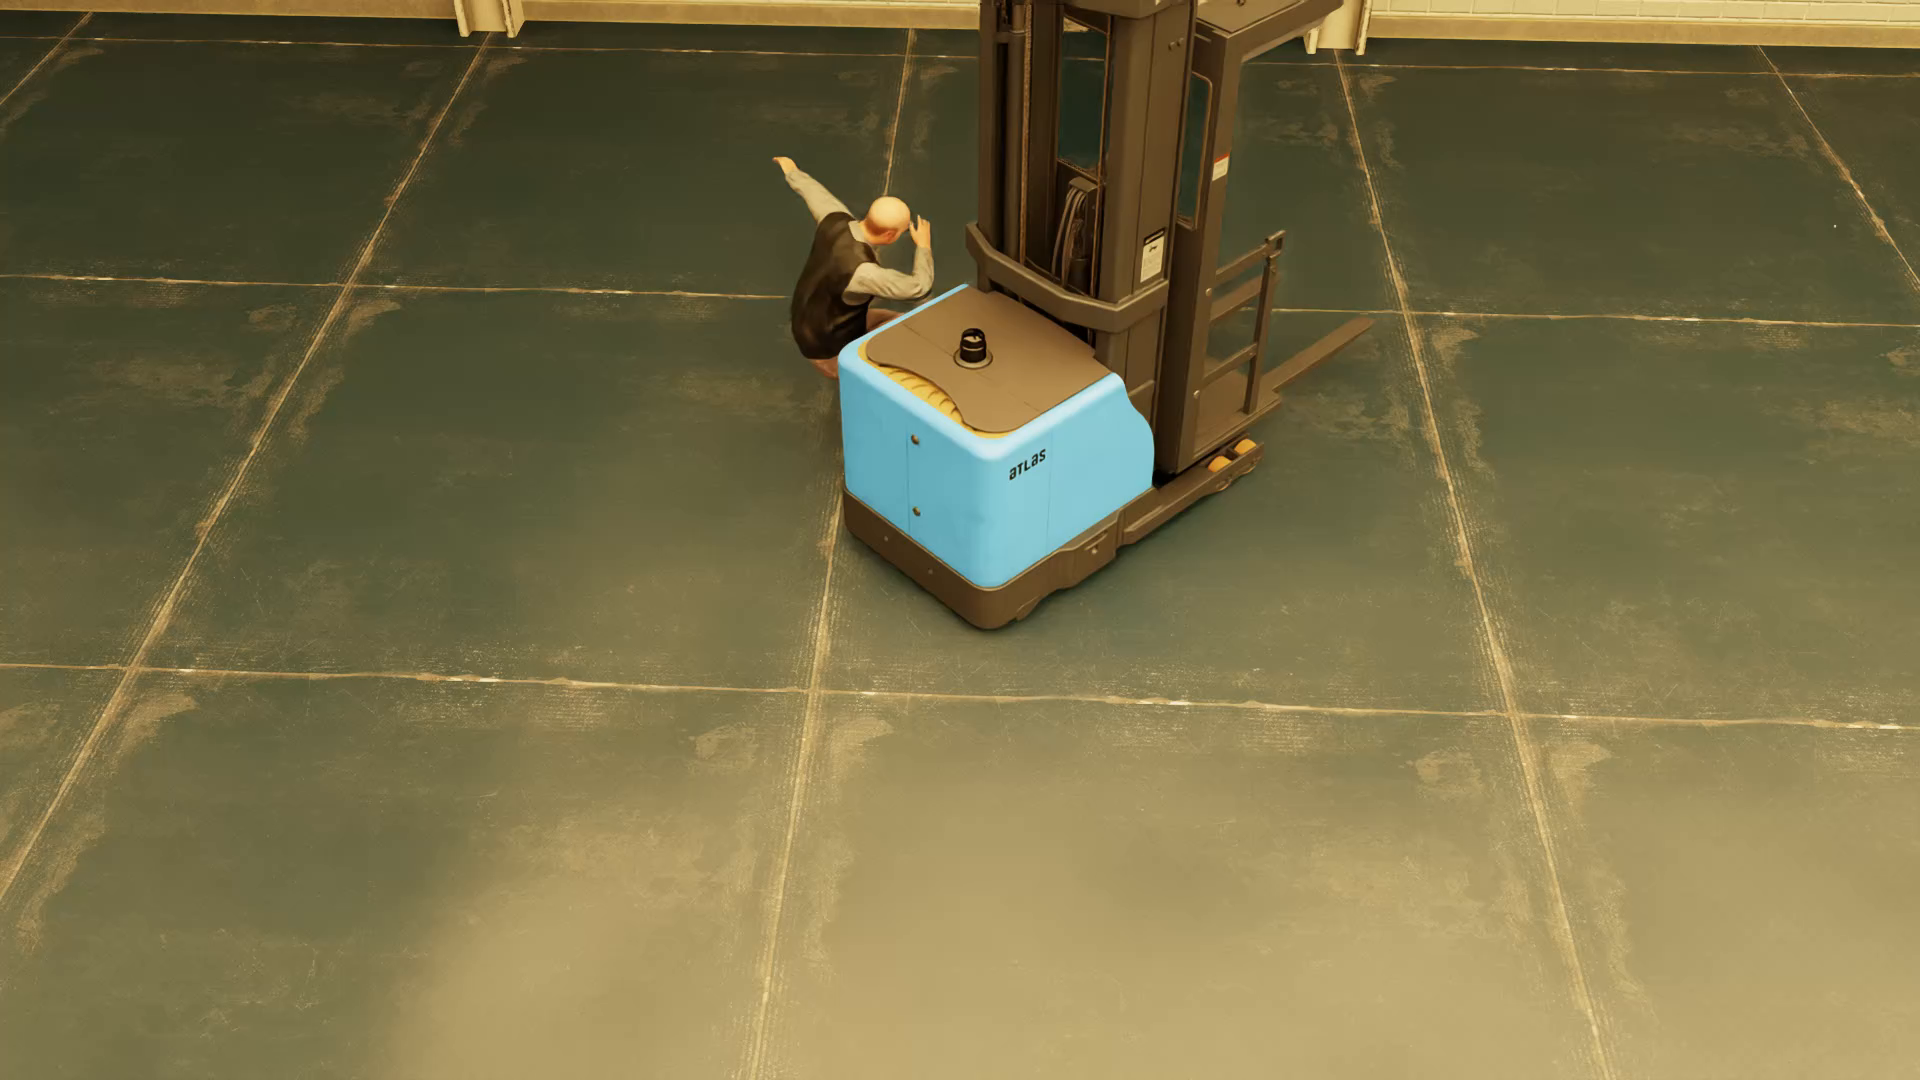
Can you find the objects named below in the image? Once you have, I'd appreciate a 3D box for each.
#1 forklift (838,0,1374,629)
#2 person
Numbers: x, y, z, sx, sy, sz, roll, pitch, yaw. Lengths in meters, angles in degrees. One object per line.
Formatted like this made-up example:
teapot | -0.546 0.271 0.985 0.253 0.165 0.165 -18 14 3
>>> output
forklift | 0.873 -1.560 7.451 3.031 2.935 1.130 -32 51 -30
person | -0.480 -1.137 8.160 0.733 1.383 1.376 -11 44 -12
